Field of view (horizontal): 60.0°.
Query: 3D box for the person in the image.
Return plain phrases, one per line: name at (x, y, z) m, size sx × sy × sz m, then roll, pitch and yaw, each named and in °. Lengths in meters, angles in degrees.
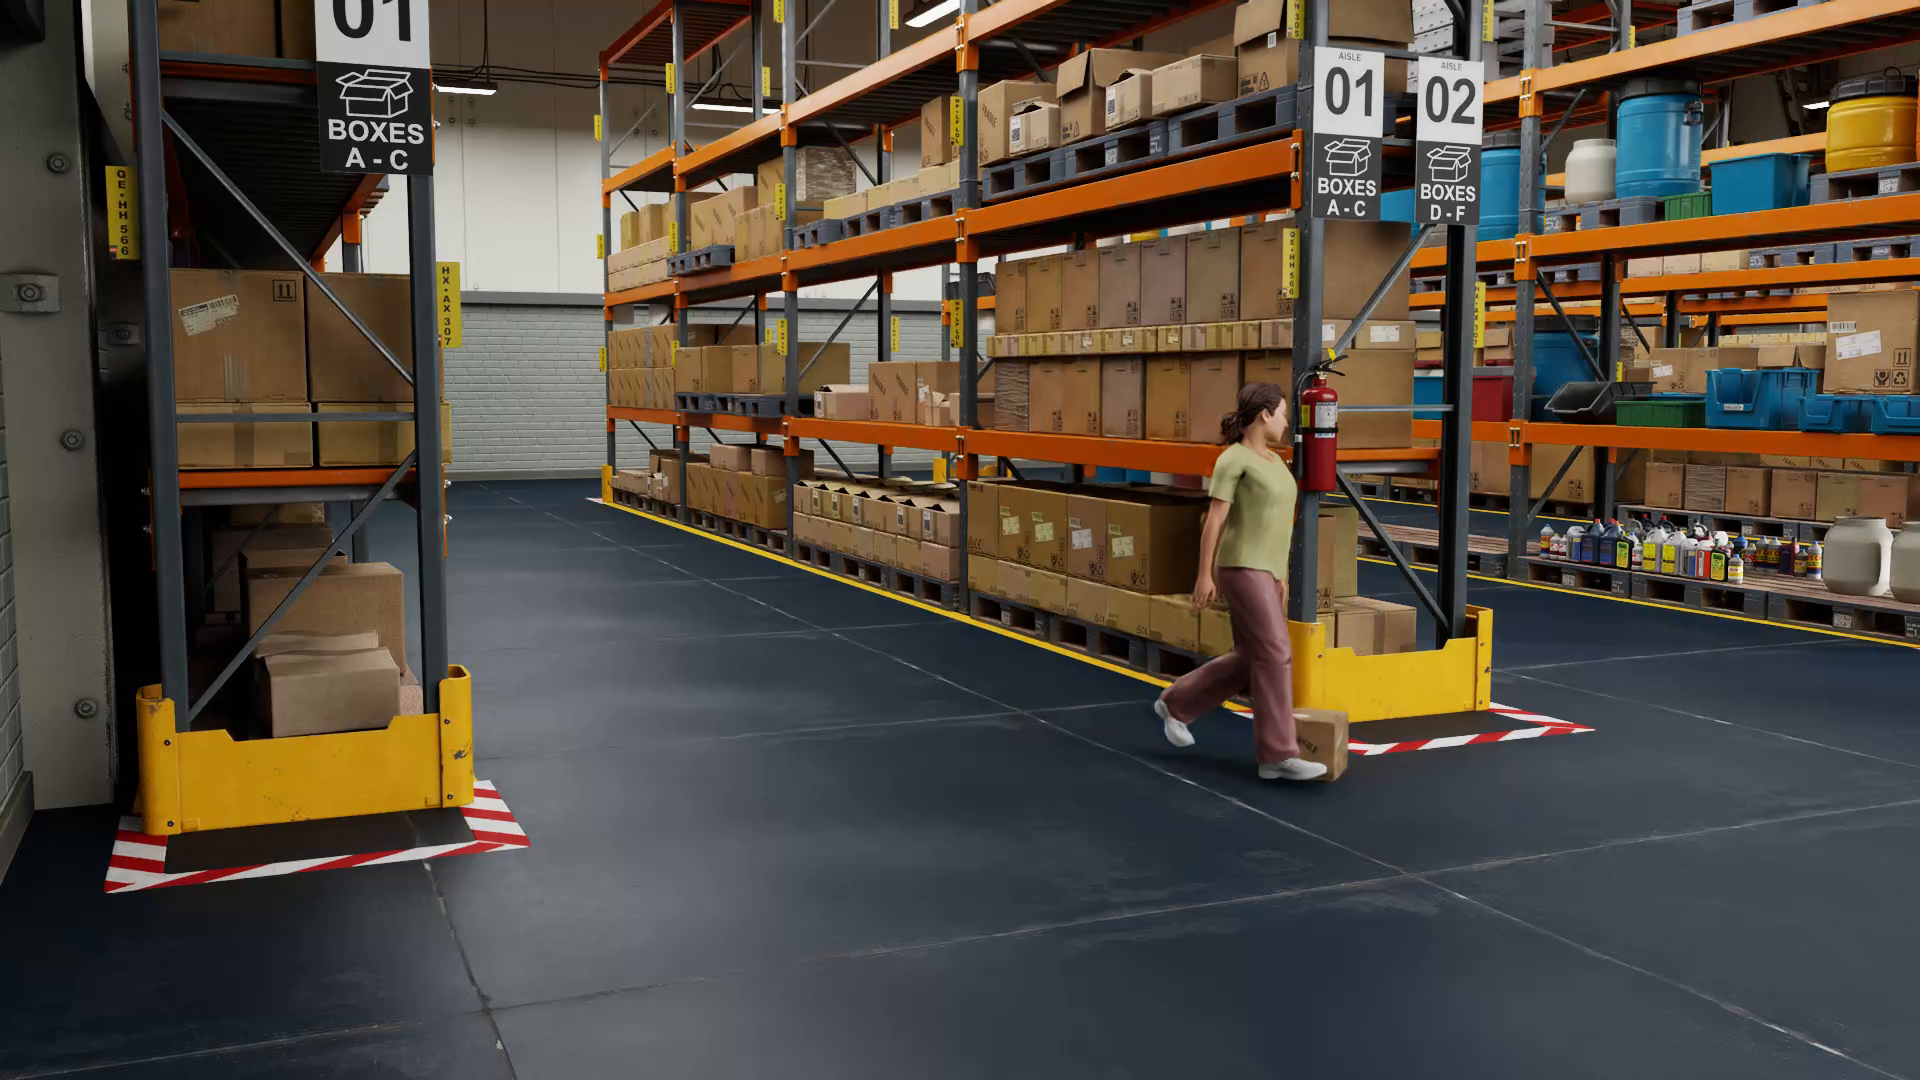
person at (1.211, 0.145, 7.018) m, size 0.898 × 1.623 × 0.513 m, roll 4°, pitch 7°, yaw 35°
